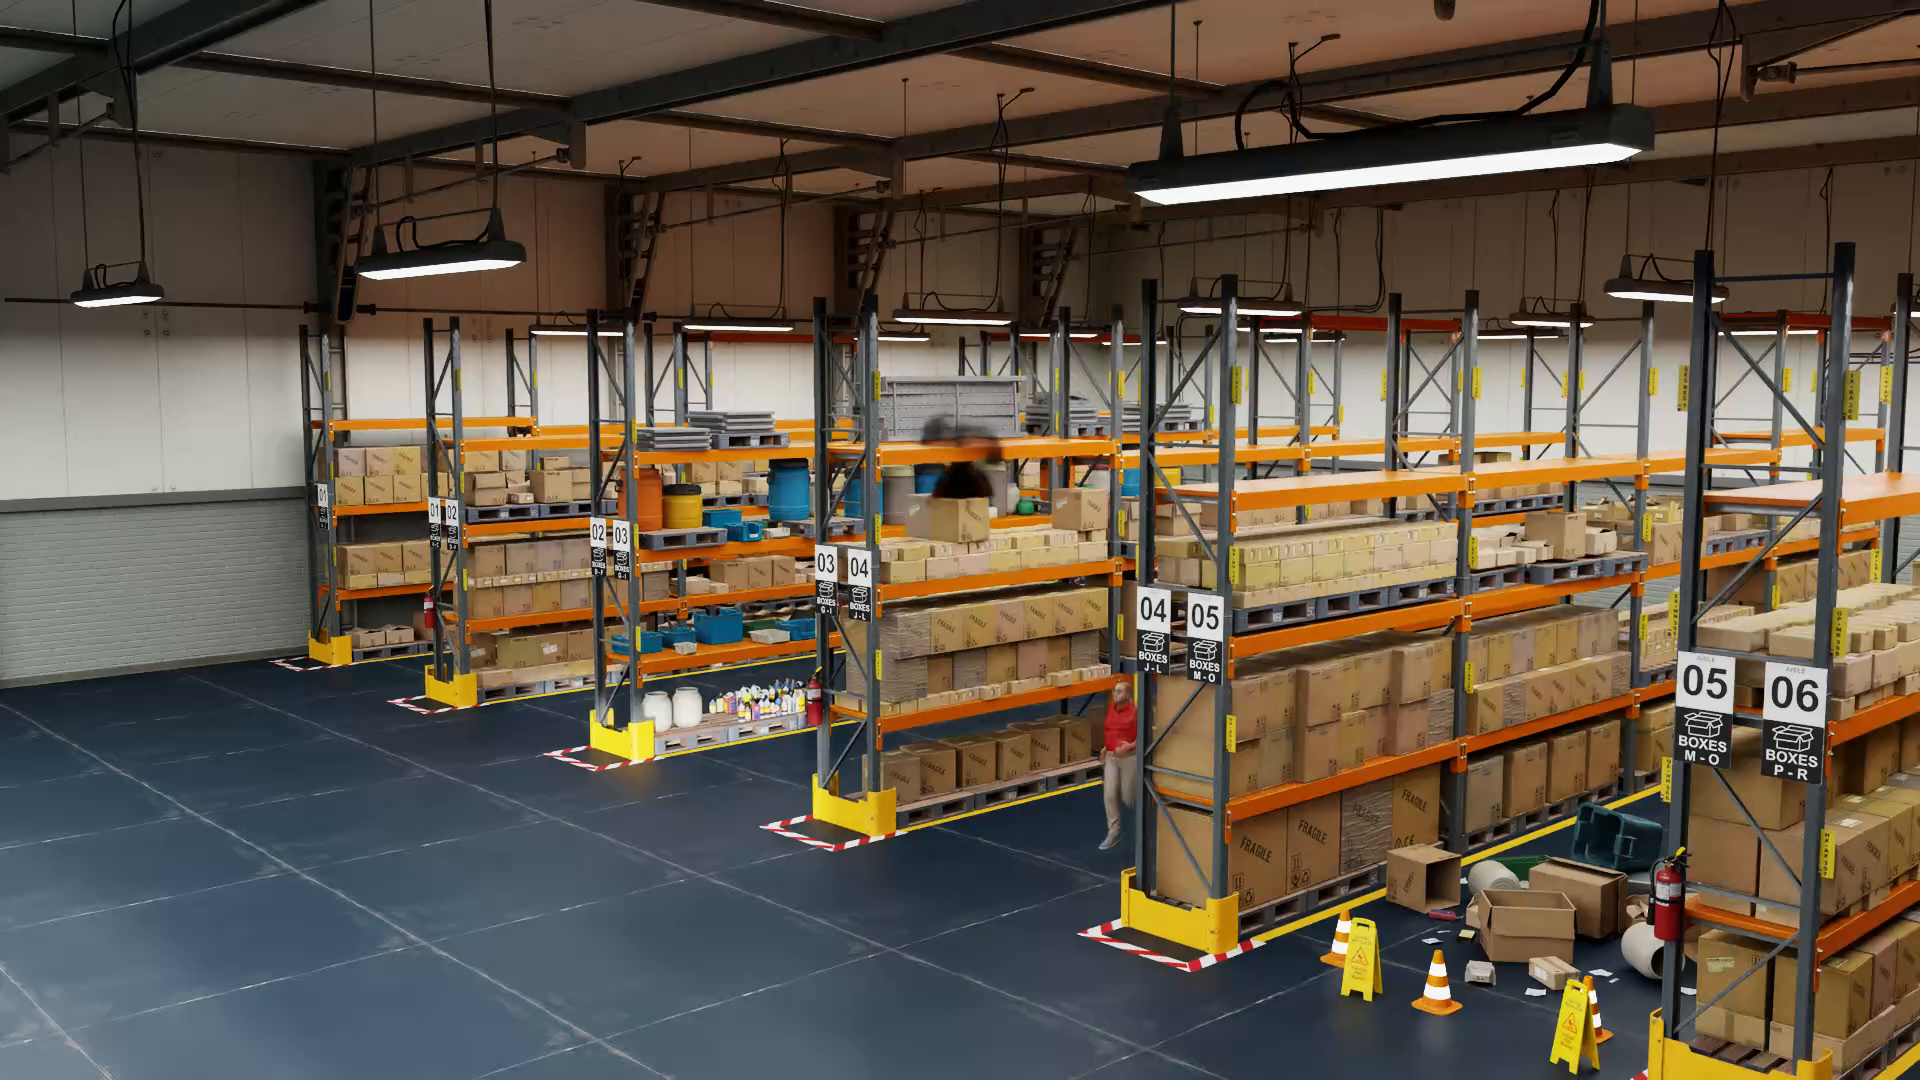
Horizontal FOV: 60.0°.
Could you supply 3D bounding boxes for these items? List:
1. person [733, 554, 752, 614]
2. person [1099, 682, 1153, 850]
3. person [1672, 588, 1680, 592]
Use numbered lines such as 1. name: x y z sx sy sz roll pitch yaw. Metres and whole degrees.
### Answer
1. person: -4.332 0.999 32.911 0.562 1.715 0.857 5 8 40
2. person: 1.760 2.349 17.545 0.654 1.731 0.829 5 7 39
3. person: 11.259 1.636 26.089 0.884 1.798 0.706 -5 7 -38
